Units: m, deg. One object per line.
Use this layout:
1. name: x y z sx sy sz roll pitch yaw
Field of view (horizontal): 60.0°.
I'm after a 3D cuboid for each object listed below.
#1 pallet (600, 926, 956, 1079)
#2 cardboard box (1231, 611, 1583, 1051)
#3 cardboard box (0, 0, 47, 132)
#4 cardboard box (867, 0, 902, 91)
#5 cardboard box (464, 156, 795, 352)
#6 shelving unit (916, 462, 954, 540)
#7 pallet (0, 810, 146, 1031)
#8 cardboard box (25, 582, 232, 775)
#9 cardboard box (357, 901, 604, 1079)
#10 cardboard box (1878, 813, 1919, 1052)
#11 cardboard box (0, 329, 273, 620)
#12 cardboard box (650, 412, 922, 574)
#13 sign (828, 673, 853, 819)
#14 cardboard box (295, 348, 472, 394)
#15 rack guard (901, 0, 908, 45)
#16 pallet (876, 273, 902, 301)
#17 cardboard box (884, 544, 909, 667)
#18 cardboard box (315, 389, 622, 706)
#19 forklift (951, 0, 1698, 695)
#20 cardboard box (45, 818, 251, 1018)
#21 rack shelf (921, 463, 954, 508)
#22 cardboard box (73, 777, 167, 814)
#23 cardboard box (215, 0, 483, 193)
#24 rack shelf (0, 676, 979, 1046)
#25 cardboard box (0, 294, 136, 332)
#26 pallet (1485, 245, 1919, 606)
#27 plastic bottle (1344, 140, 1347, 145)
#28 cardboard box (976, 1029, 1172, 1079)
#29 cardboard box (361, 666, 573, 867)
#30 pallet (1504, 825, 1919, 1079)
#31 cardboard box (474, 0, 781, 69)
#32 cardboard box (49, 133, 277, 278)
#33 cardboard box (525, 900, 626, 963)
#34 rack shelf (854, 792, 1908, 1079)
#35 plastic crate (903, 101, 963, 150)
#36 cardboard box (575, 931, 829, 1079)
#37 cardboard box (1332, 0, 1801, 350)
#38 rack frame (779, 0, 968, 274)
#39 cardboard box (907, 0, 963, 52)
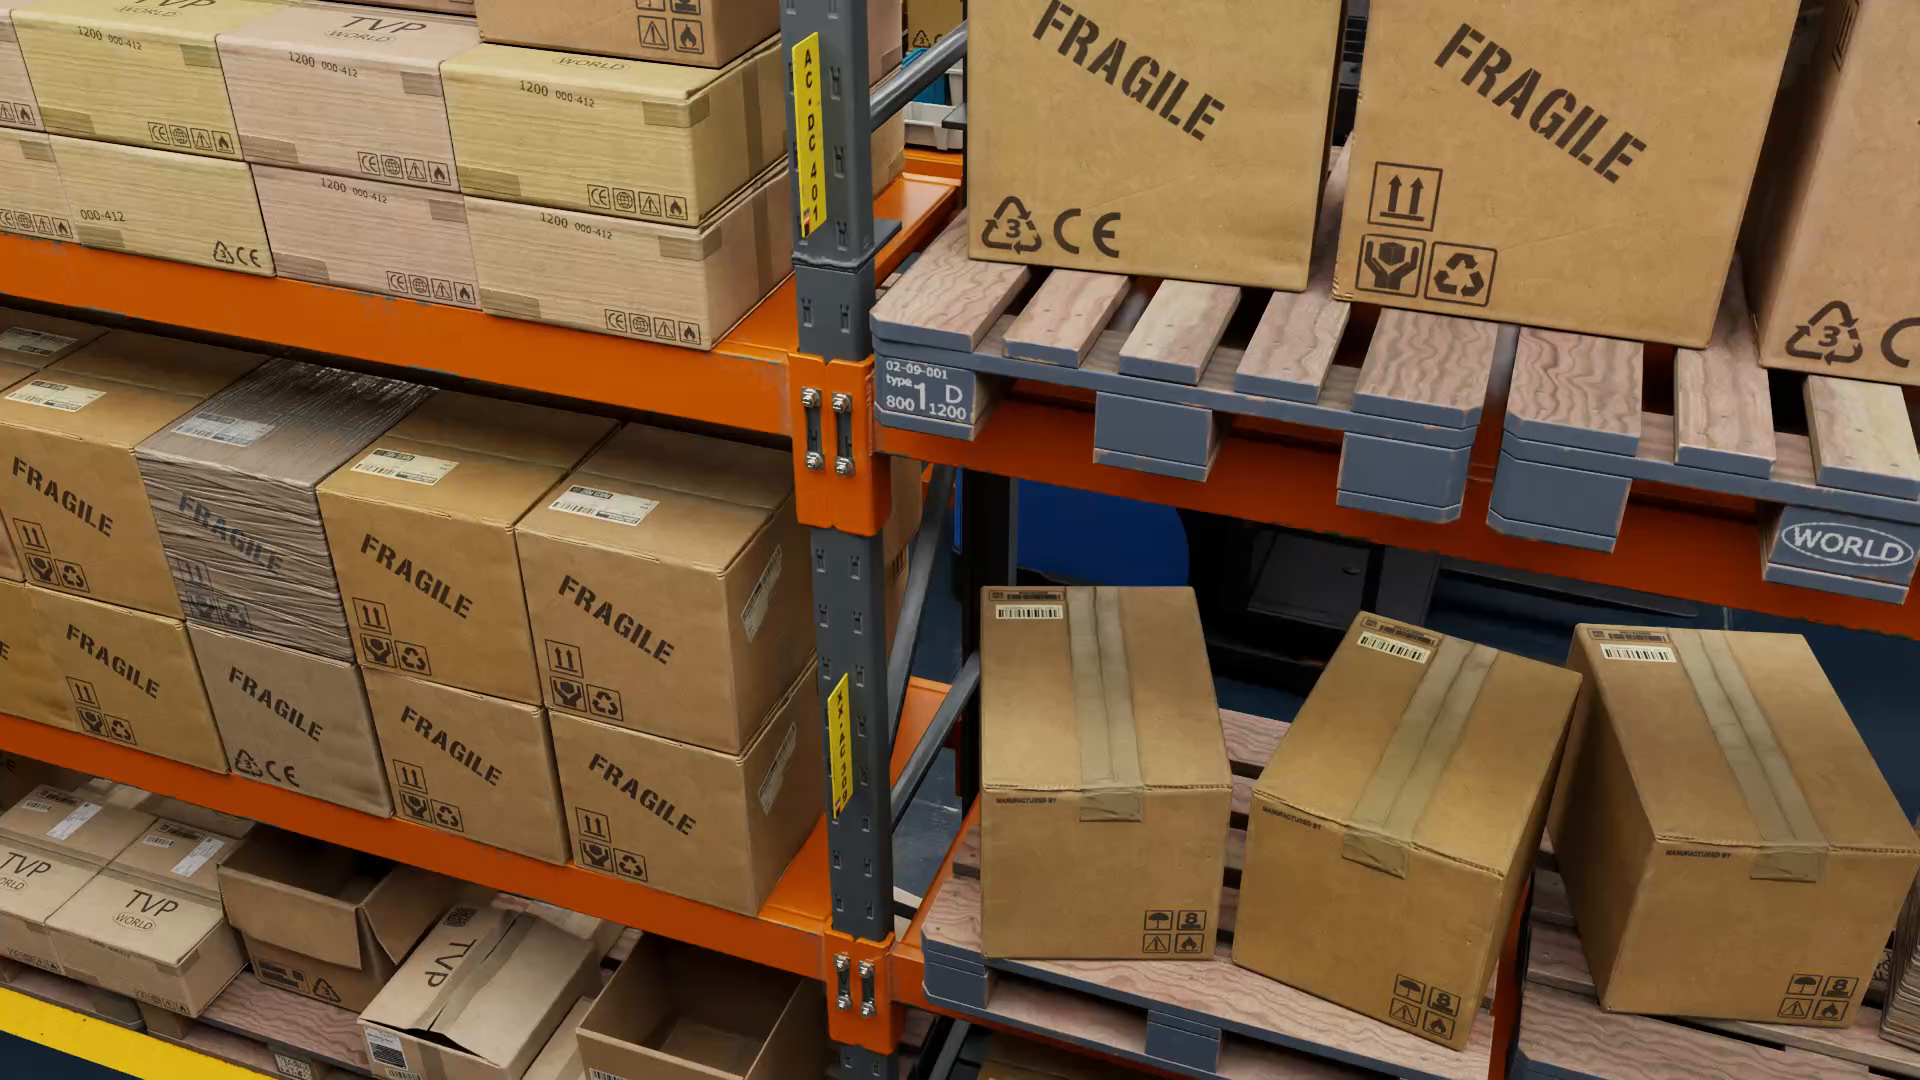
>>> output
1. pallet: -0.721 1.567 5.129 1.213 0.211 1.003 11 34 16
2. cardboard box: 0.965 0.597 3.580 0.500 0.500 0.700 17 36 24
3. cardboard box: -2.034 -1.114 3.622 0.500 0.250 0.500 11 34 16
4. cardboard box: -0.448 -1.101 3.603 0.500 0.250 0.500 11 34 16
5. cardboard box: -0.622 -0.629 3.331 0.500 0.250 0.500 11 34 16
6. shelving unit: -0.050 -0.451 7.480 0.252 1.050 0.215 11 34 16
7. pallet: -3.018 1.121 5.820 1.213 0.211 1.003 11 34 16
8. cardboard box: -2.082 0.241 4.520 0.500 0.500 0.500 11 35 17
9. cardboard box: -1.413 1.370 4.936 0.500 0.311 0.500 11 34 16
10. cardboard box: 2.264 0.713 3.402 0.500 0.500 0.700 18 37 25
11. cardboard box: -2.069 -0.178 4.247 0.500 0.500 0.500 11 34 16
12. cardboard box: -0.423 -0.170 4.235 0.500 0.500 0.500 12 35 18
13. sign: -0.250 0.436 3.511 0.005 0.325 0.100 11 34 16
14. cardboard box: -1.393 -0.359 4.526 0.500 0.500 0.500 10 34 15
15. rack guard: -0.517 -4.222 13.829 0.348 0.500 1.175 11 34 16
16. pallet: -0.258 -1.173 9.372 1.213 0.211 1.003 11 34 16
17. cardboard box: -0.462 0.247 4.510 0.500 0.500 0.500 12 35 18
18. cardboard box: -1.121 0.007 3.960 0.500 0.500 0.500 10 34 16
19. forklift: 1.529 -0.887 6.422 3.031 2.935 1.130 12 35 18
20. cardboard box: -2.482 1.187 5.275 0.500 0.250 0.500 11 34 16
21. rack shelf: -0.050 -0.208 7.637 0.240 0.259 0.215 11 34 16
22. cardboard box: -2.894 0.889 5.814 0.250 0.166 0.380 11 34 16
23. cardboard box: -1.093 -0.929 3.336 0.500 0.250 0.500 11 34 16
24. rack shelf: -1.957 0.458 4.939 4.000 0.370 1.077 11 34 16
25. cardboard box: -2.363 -0.547 4.818 0.500 0.500 0.500 12 35 18
26. pallet: 1.493 -0.316 2.882 1.003 0.211 1.213 11 34 16
27. plastic bottle: 1.860 -1.749 7.739 0.185 0.351 0.144 11 34 16
28. cardboard box: 0.299 1.600 4.406 0.500 0.500 0.500 9 34 14
29. cardboard box: -1.117 0.425 4.233 0.500 0.500 0.500 12 35 18
30. pallet: 1.859 0.981 3.643 1.213 0.211 1.003 11 34 16
31. cardboard box: -0.545 -1.270 3.172 0.500 0.500 0.700 11 34 16
32. cardboard box: -1.563 -0.813 3.616 0.500 0.250 0.500 11 34 16
33. cardboard box: -1.214 1.187 5.353 0.250 0.166 0.380 11 34 16
34. rack shelf: 1.808 1.190 3.805 4.000 0.370 1.077 11 34 16
35. plastic crate: -0.141 -2.087 8.404 0.466 0.136 0.293 11 34 16
36. cardboard box: -0.707 1.427 4.673 0.500 0.500 0.500 11 34 16
37. cardboard box: 1.012 -0.759 2.823 0.600 0.600 0.600 11 34 16
38. rack frame: -0.075 -1.999 2.550 0.127 3.000 1.000 11 34 16
39. cardboard box: 0.135 -4.476 13.488 0.875 0.875 0.875 11 34 16
